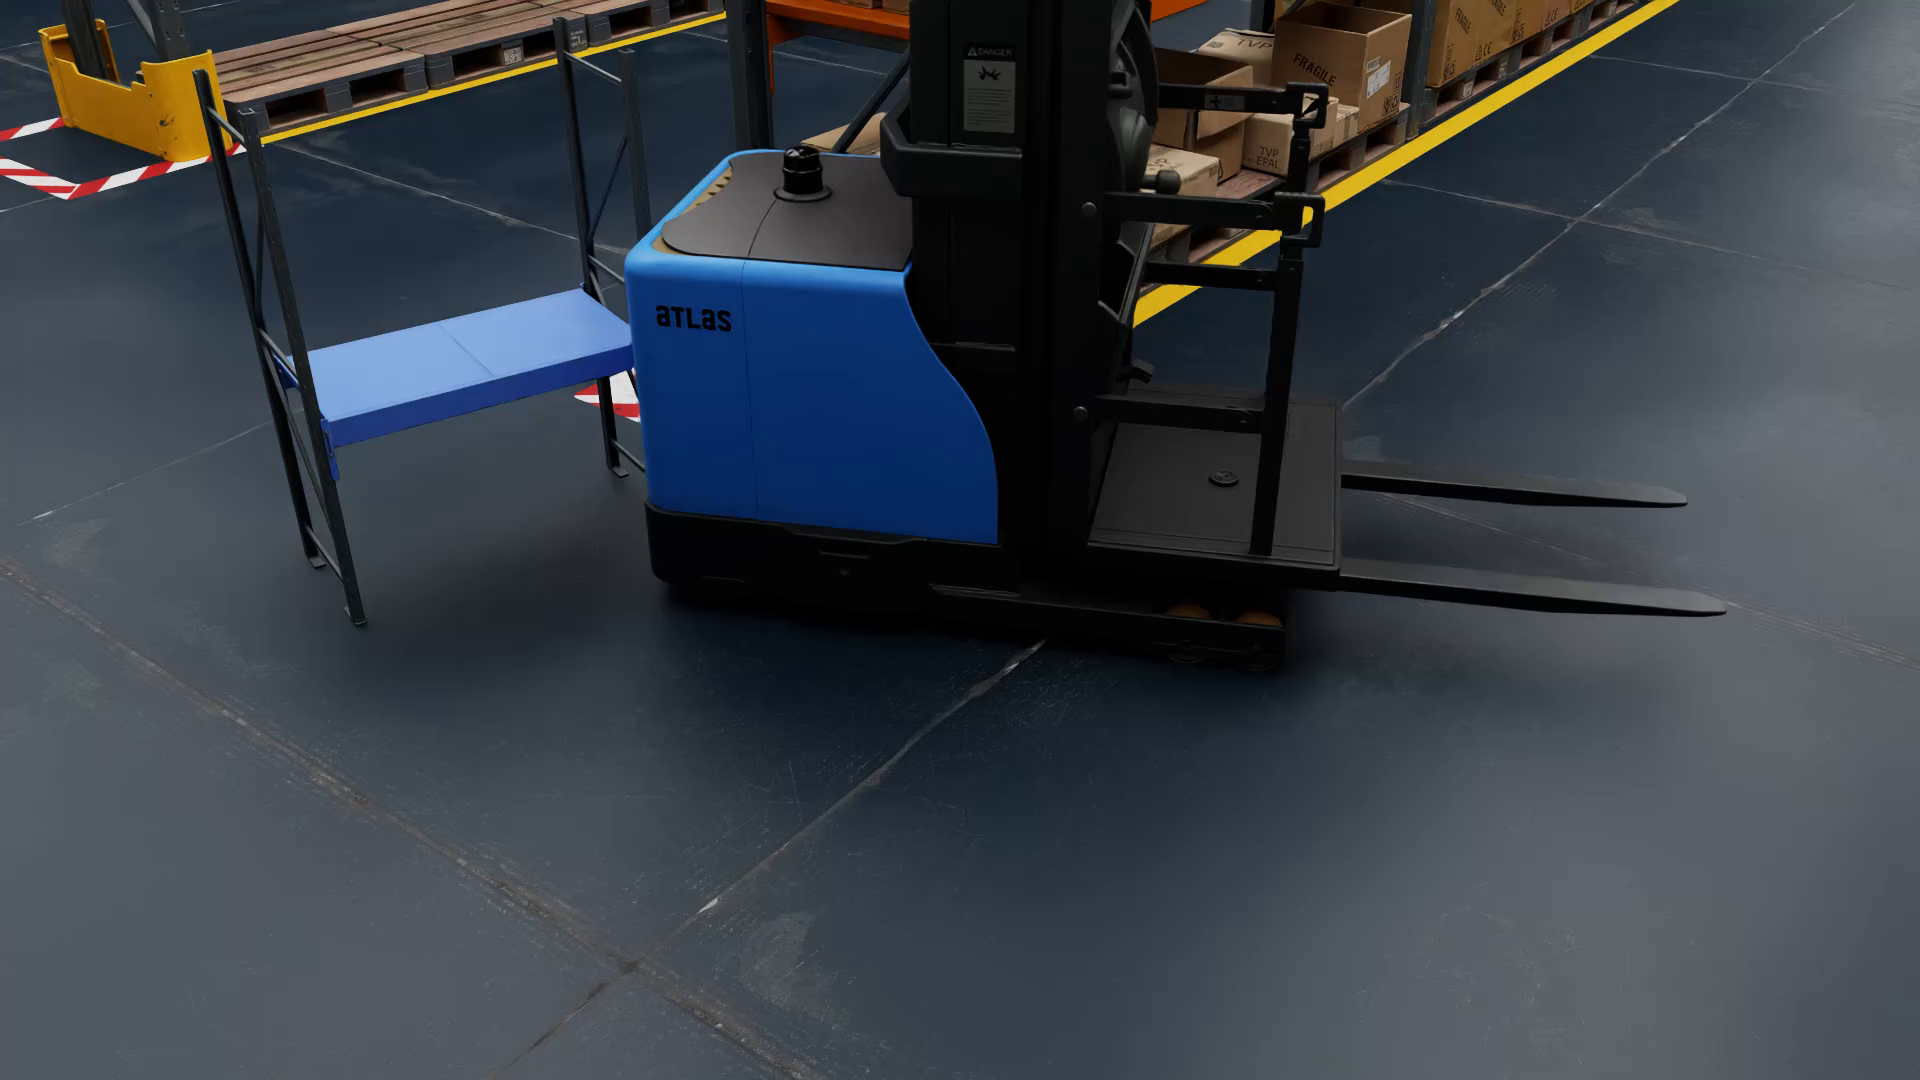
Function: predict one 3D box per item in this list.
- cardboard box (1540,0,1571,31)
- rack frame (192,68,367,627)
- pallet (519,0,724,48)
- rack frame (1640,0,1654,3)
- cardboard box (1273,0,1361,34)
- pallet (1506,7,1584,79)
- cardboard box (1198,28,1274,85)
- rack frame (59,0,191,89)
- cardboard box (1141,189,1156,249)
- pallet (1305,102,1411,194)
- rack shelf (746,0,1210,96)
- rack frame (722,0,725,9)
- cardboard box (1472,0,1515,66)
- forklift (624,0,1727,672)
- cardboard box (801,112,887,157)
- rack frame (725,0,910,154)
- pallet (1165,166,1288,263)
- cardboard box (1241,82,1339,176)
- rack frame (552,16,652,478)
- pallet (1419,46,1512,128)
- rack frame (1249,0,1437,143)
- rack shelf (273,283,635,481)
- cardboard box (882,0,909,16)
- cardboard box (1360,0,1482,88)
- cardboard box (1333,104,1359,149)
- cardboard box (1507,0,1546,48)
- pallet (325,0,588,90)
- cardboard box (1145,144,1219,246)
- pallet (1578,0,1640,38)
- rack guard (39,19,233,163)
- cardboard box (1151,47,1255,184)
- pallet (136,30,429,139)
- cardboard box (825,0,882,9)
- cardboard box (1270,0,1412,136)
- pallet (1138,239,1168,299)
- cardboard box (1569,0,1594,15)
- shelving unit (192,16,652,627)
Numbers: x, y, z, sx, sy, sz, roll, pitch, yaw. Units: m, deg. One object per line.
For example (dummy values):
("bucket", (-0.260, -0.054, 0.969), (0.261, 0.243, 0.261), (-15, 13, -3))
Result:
("cardboard box", (3.425, -3.434, 10.122), (0.500, 0.500, 0.500), (20, 36, 30))
("rack frame", (-1.883, -0.502, 4.626), (0.032, 1.500, 0.500), (-20, 36, -30))
("pallet", (-2.348, -3.587, 11.096), (1.003, 0.211, 1.213), (21, 37, 31))
("rack frame", (4.426, -5.198, 11.078), (1.000, 3.000, 0.127), (21, 37, 31))
("cardboard box", (2.081, -2.974, 9.347), (0.500, 0.500, 0.500), (21, 37, 31))
("pallet", (3.209, -3.212, 10.463), (1.003, 0.211, 1.213), (21, 37, 31))
("cardboard box", (1.586, -2.500, 8.732), (0.500, 0.311, 0.500), (21, 37, 31))
("rack frame", (-4.350, -3.472, 8.166), (1.000, 3.000, 0.127), (21, 37, 31))
("cardboard box", (0.454, -1.289, 6.749), (0.500, 0.250, 0.500), (21, 37, 31))
("pallet", (1.597, -2.093, 8.575), (1.003, 0.211, 1.213), (21, 37, 31))
("rack shelf", (0.805, -2.449, 7.146), (1.077, 0.370, 4.000), (21, 37, 31))
("rack frame", (-1.935, -5.098, 10.909), (1.000, 3.000, 0.127), (21, 37, 31))
("cardboard box", (2.811, -3.027, 9.437), (0.500, 0.500, 0.500), (22, 37, 32))
("forklift", (0.648, -1.190, 4.384), (3.031, 2.935, 1.130), (6, 31, 10))
("cardboard box", (-0.271, -1.357, 6.617), (0.500, 0.500, 0.500), (21, 37, 31))
("rack frame", (-0.403, -1.946, 5.591), (1.000, 3.000, 0.127), (21, 37, 31))
("pallet", (0.861, -1.595, 7.735), (1.003, 0.211, 1.213), (21, 37, 31))
("cardboard box", (1.441, -1.980, 7.855), (0.500, 0.311, 0.500), (21, 37, 31))
("rack frame", (-1.051, -0.800, 5.128), (0.032, 1.500, 0.500), (-20, 36, -30))
("pallet", (2.473, -2.714, 9.623), (1.003, 0.211, 1.213), (21, 37, 31))
("rack frame", (2.012, -3.572, 8.335), (1.000, 3.000, 0.127), (21, 37, 31))
("rack shelf", (-1.467, -0.496, 4.969), (1.000, 0.185, 0.538), (-20, 36, -30))
("cardboard box", (0.075, -2.088, 5.733), (0.500, 0.500, 0.500), (22, 37, 32))
("cardboard box", (2.498, -2.807, 9.065), (0.500, 0.500, 0.500), (19, 36, 29))
("cardboard box", (1.716, -2.045, 8.123), (0.380, 0.149, 0.250), (21, 37, 31))
("cardboard box", (3.119, -3.228, 9.775), (0.500, 0.500, 0.500), (22, 37, 32))
("pallet", (-3.084, -3.089, 10.255), (1.003, 0.211, 1.213), (21, 37, 31))
("cardboard box", (0.755, -1.492, 7.091), (0.500, 0.250, 0.500), (21, 37, 31))
("pallet", (3.946, -3.706, 11.296), (1.003, 0.211, 1.213), (21, 37, 31))
("rack guard", (-4.354, -2.383, 8.780), (1.175, 0.500, 0.348), (21, 37, 31))
("cardboard box", (0.882, -1.922, 7.568), (0.797, 0.503, 0.637), (21, 37, 31))
("pallet", (-3.821, -2.595, 9.422), (1.003, 0.211, 1.213), (21, 37, 31))
("cardboard box", (-0.349, -2.255, 6.014), (0.500, 0.500, 0.500), (22, 37, 33))
("cardboard box", (1.894, -2.367, 8.322), (0.500, 0.500, 0.500), (21, 37, 31))
("pallet", (0.124, -1.101, 6.902), (1.003, 0.211, 1.213), (21, 37, 31))
("cardboard box", (3.736, -3.649, 10.485), (0.500, 0.500, 0.500), (20, 36, 30))
("shelving unit", (-1.467, -0.651, 4.877), (1.048, 1.500, 0.538), (-20, 36, -30))
